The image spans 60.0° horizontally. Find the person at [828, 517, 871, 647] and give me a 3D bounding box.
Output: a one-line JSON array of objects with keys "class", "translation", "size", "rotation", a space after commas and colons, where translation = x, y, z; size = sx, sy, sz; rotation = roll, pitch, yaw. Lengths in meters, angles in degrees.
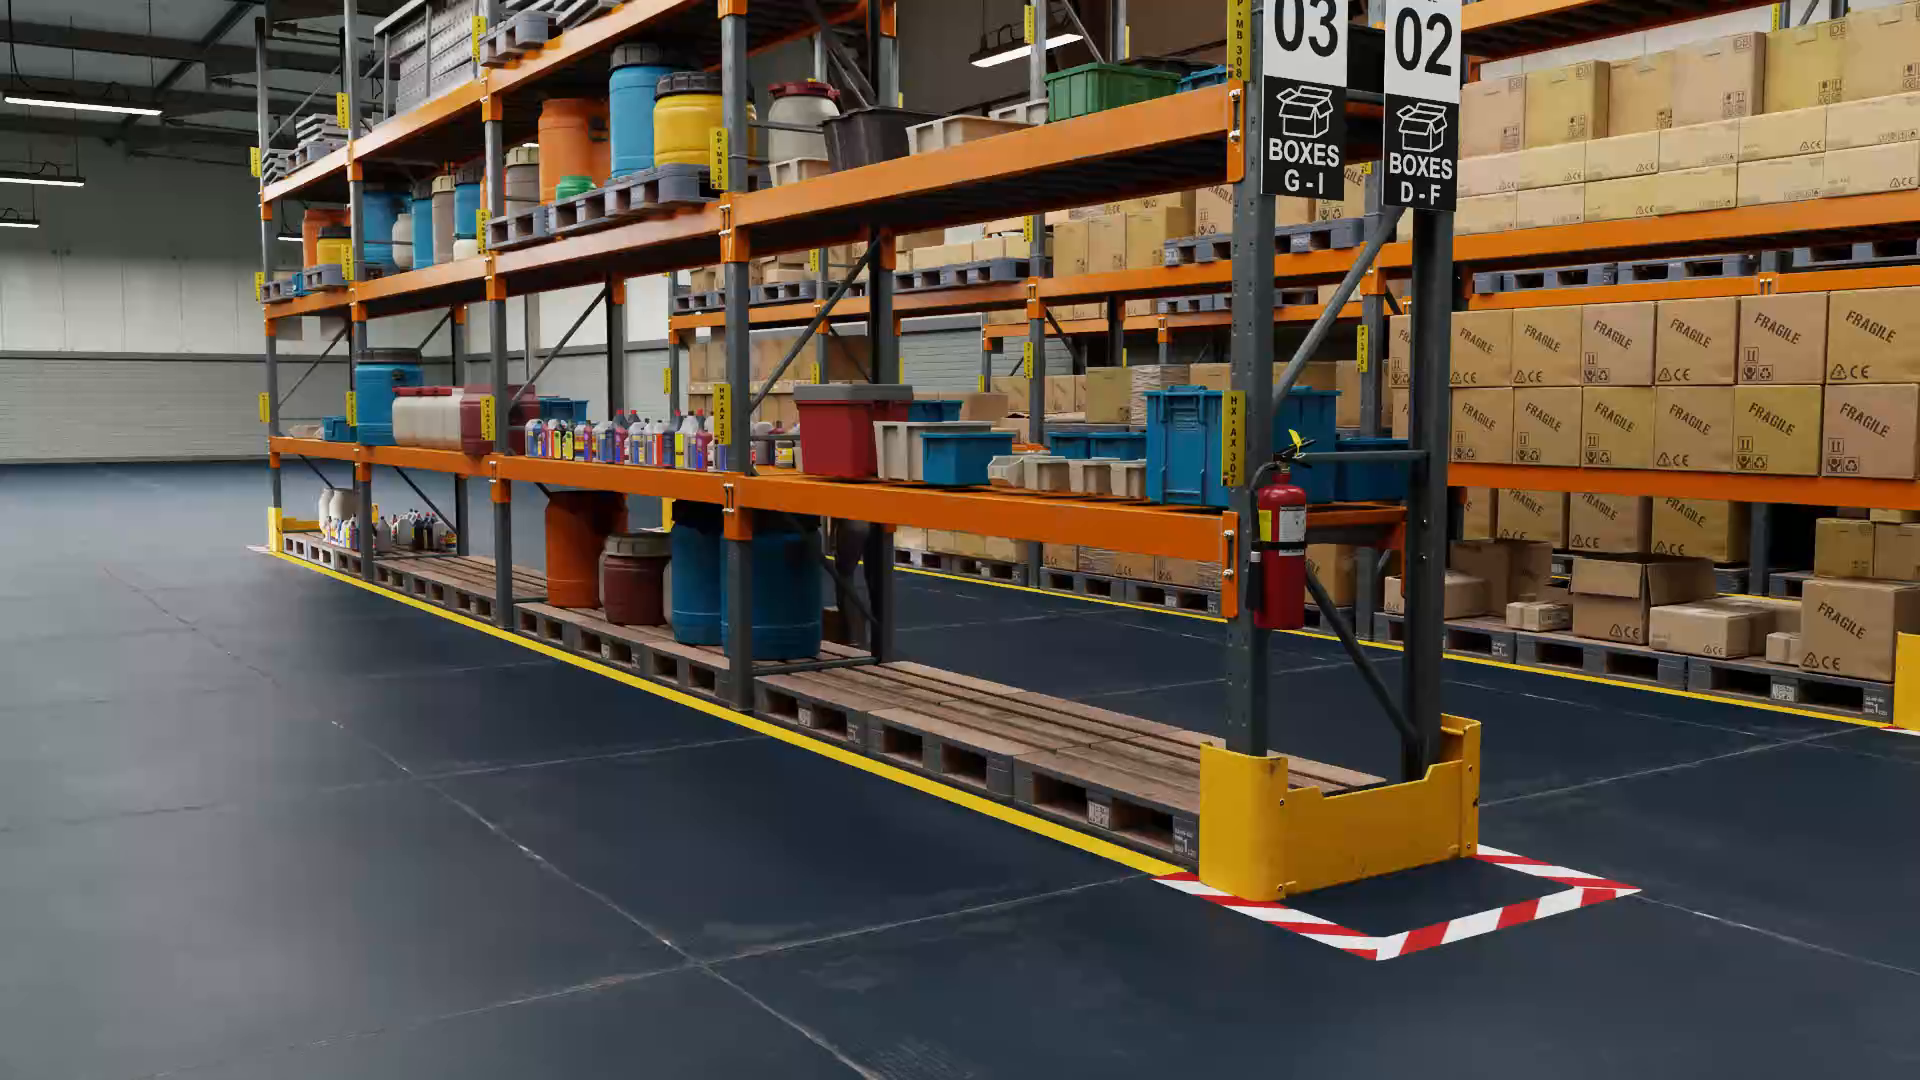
[{"class": "person", "translation": [-0.708, -0.079, 11.564], "size": [0.514, 1.653, 0.402], "rotation": [-4, 6, -37]}]
